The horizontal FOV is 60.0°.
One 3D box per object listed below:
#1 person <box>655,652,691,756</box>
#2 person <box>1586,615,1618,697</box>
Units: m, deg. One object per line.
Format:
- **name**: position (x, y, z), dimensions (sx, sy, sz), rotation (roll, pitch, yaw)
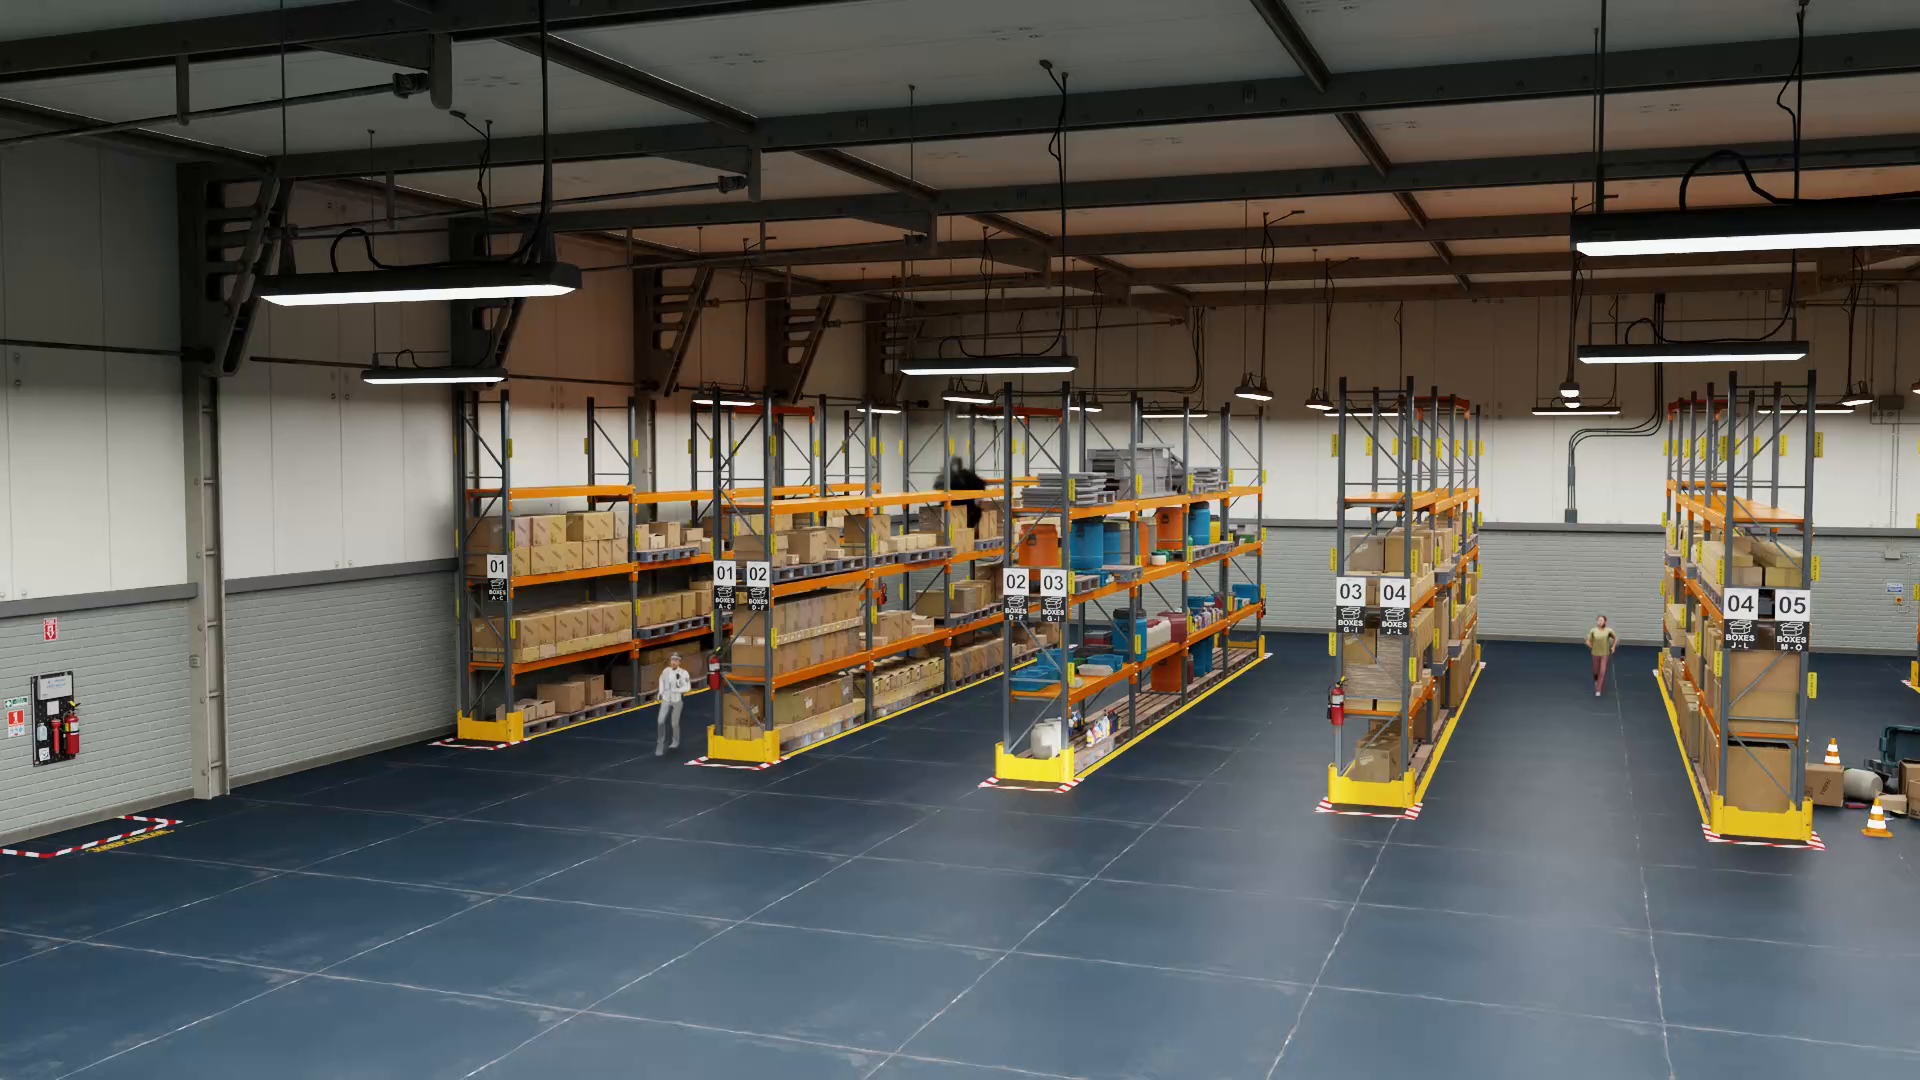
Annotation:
- **person**: position (-4.699, 2.684, 27.334), dimensions (0.602, 1.734, 0.719), rotation (0, 3, 7)
- **person**: position (12.990, 2.337, 33.673), dimensions (0.593, 1.639, 0.901), rotation (1, 3, 25)
